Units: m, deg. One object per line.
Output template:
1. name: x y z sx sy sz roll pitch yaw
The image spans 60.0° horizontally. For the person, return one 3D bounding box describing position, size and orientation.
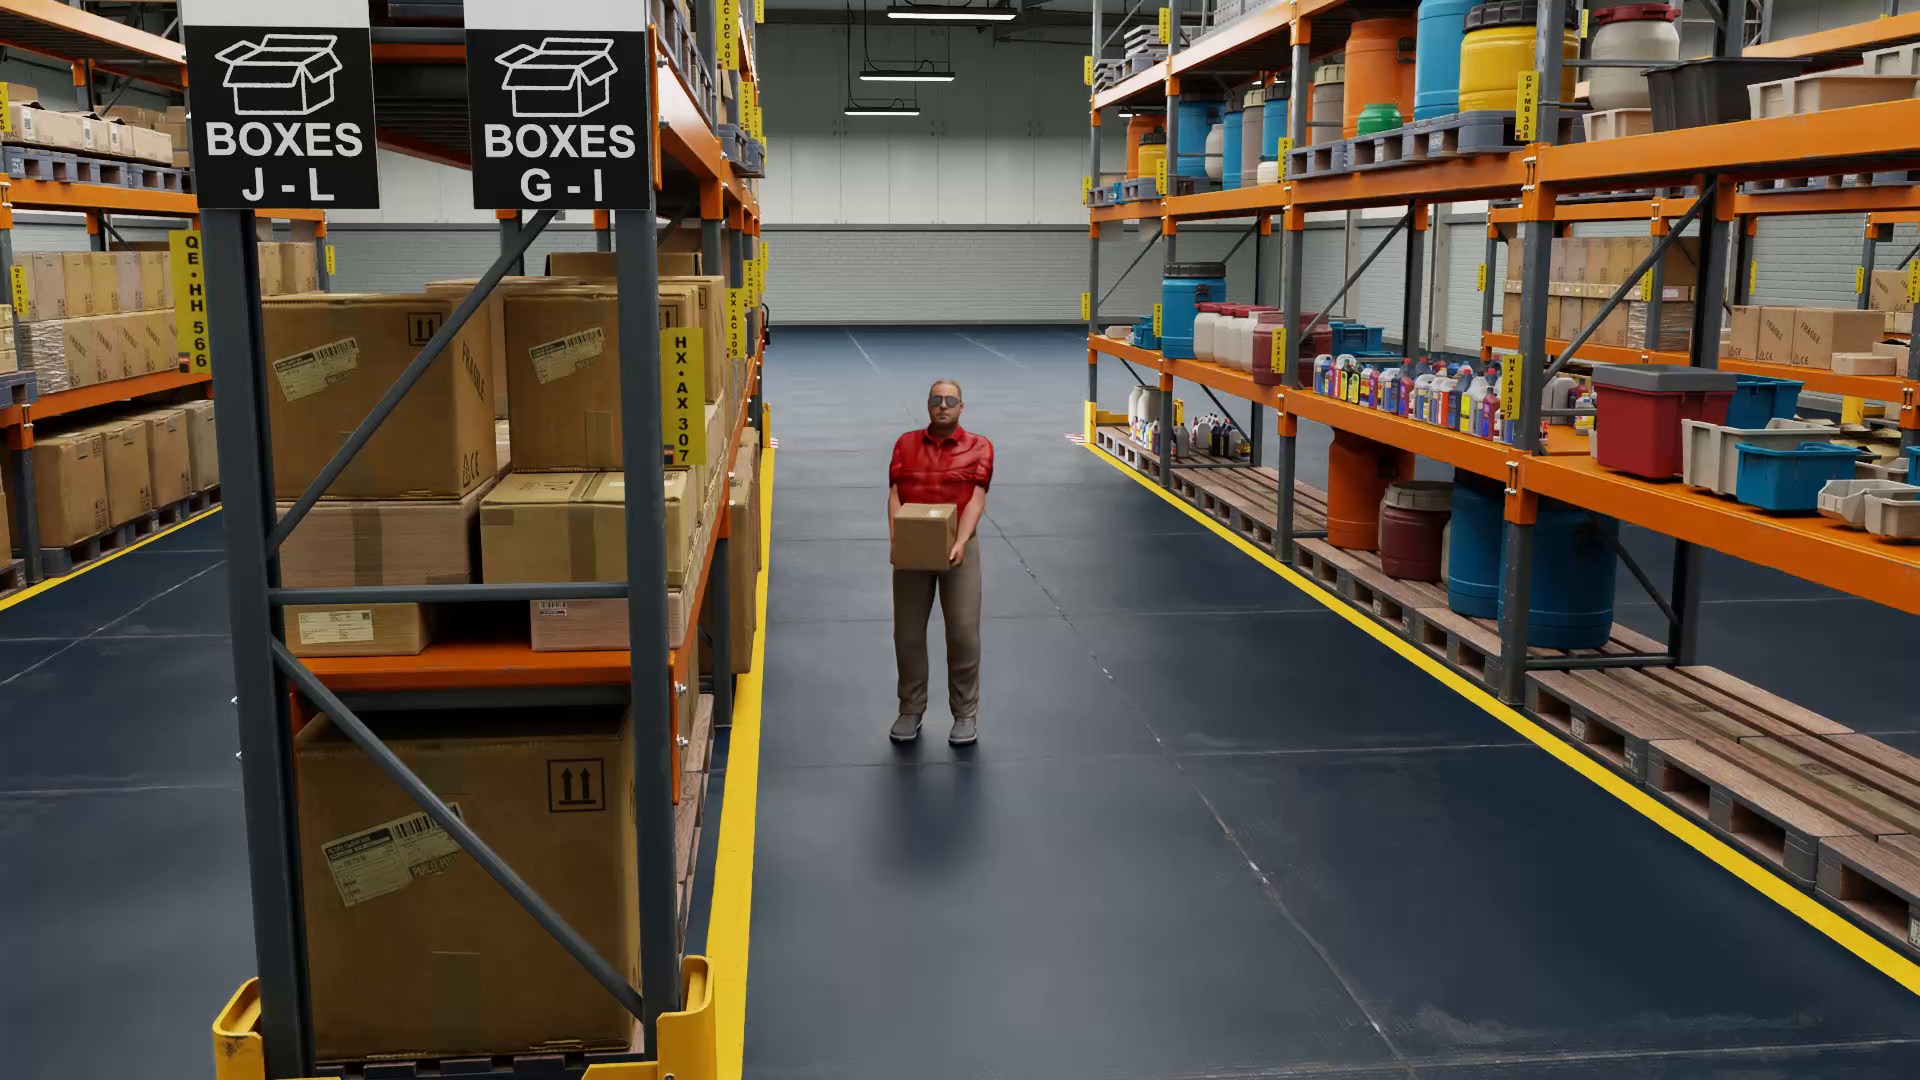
1. person: -0.109 0.112 7.842 0.494 1.712 0.537 2 10 10
